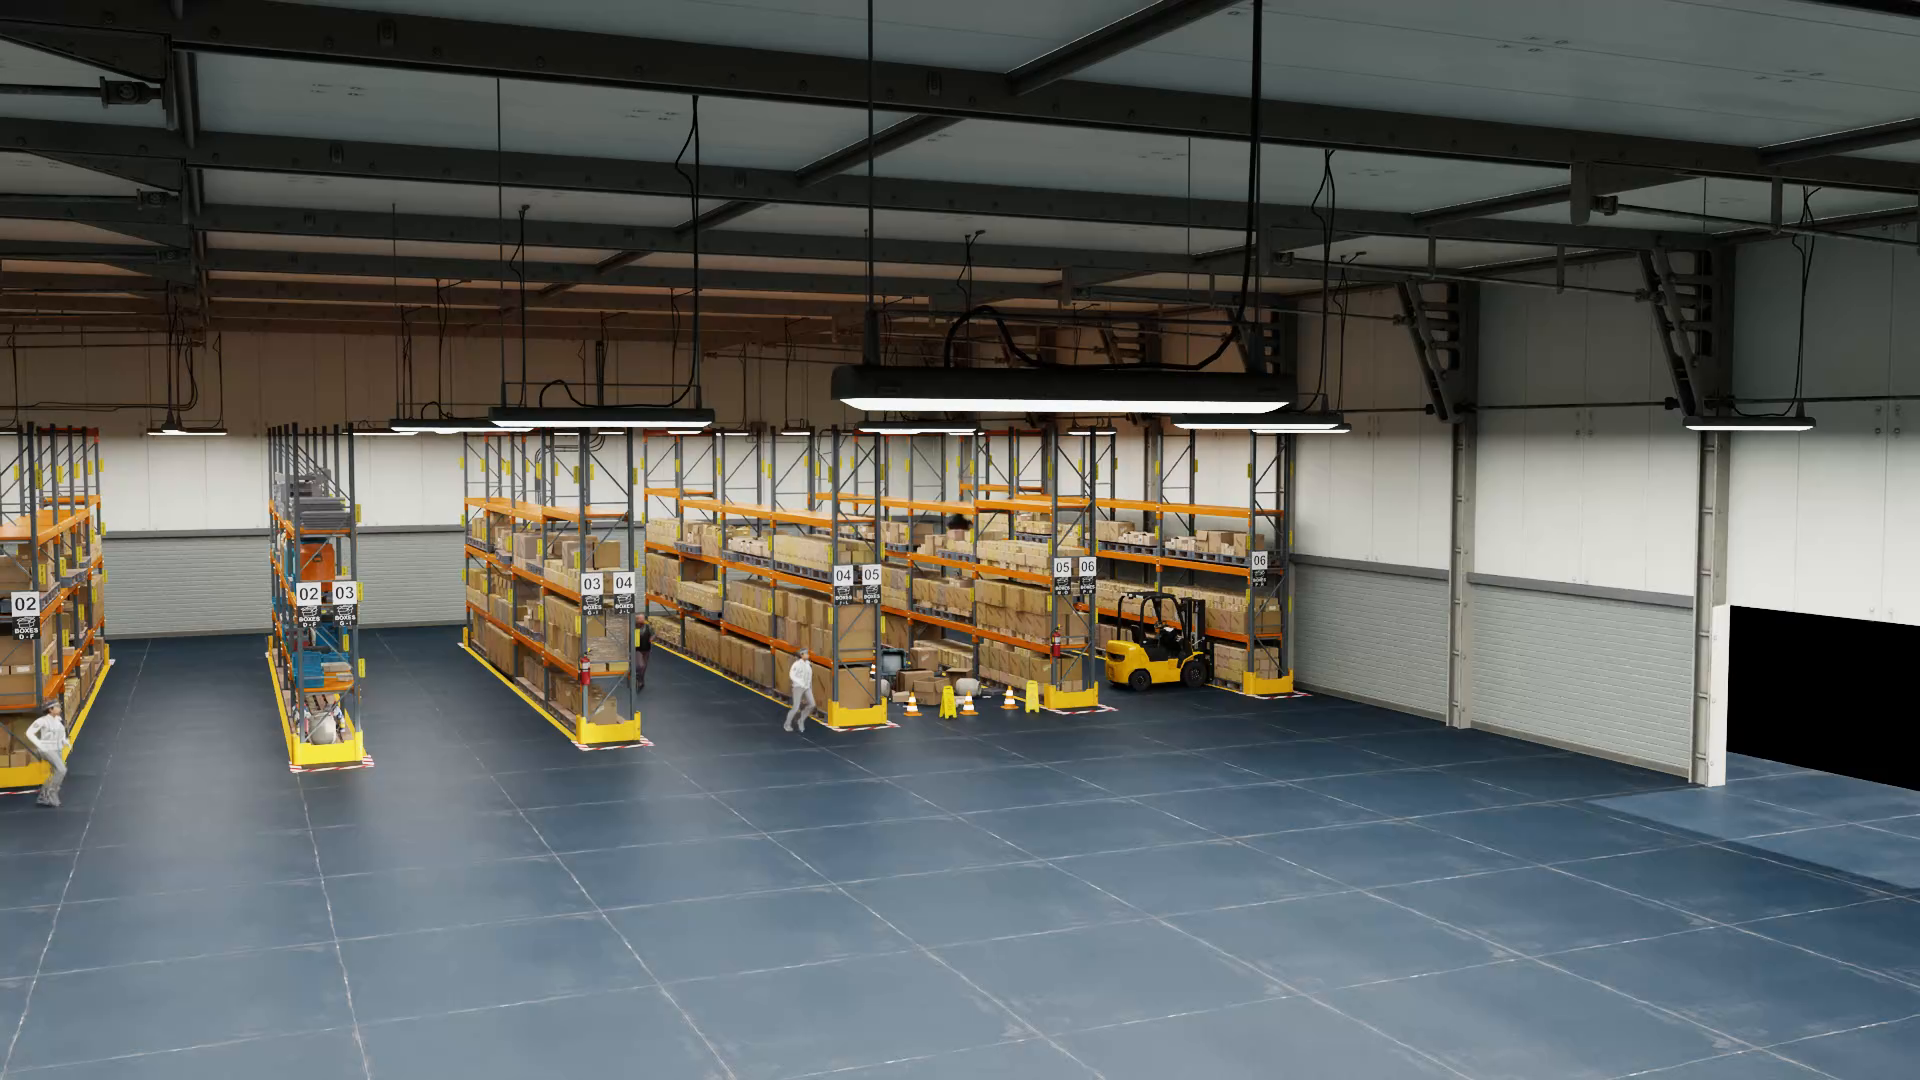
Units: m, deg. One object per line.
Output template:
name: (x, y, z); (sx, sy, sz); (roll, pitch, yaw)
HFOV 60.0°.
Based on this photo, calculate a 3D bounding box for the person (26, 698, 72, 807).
person: (-14.136, 3.304, 25.919); (0.619, 1.676, 0.630); (1, 4, 9)

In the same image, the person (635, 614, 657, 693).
person: (-7.217, 2.559, 37.757); (0.651, 1.774, 0.788); (-2, 4, -28)

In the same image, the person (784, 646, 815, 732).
person: (-3.073, 2.911, 32.537); (0.612, 1.659, 0.673); (3, 5, 41)

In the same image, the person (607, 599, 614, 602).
person: (-9.710, 2.071, 46.062); (0.613, 1.661, 0.977); (-1, 4, -21)
